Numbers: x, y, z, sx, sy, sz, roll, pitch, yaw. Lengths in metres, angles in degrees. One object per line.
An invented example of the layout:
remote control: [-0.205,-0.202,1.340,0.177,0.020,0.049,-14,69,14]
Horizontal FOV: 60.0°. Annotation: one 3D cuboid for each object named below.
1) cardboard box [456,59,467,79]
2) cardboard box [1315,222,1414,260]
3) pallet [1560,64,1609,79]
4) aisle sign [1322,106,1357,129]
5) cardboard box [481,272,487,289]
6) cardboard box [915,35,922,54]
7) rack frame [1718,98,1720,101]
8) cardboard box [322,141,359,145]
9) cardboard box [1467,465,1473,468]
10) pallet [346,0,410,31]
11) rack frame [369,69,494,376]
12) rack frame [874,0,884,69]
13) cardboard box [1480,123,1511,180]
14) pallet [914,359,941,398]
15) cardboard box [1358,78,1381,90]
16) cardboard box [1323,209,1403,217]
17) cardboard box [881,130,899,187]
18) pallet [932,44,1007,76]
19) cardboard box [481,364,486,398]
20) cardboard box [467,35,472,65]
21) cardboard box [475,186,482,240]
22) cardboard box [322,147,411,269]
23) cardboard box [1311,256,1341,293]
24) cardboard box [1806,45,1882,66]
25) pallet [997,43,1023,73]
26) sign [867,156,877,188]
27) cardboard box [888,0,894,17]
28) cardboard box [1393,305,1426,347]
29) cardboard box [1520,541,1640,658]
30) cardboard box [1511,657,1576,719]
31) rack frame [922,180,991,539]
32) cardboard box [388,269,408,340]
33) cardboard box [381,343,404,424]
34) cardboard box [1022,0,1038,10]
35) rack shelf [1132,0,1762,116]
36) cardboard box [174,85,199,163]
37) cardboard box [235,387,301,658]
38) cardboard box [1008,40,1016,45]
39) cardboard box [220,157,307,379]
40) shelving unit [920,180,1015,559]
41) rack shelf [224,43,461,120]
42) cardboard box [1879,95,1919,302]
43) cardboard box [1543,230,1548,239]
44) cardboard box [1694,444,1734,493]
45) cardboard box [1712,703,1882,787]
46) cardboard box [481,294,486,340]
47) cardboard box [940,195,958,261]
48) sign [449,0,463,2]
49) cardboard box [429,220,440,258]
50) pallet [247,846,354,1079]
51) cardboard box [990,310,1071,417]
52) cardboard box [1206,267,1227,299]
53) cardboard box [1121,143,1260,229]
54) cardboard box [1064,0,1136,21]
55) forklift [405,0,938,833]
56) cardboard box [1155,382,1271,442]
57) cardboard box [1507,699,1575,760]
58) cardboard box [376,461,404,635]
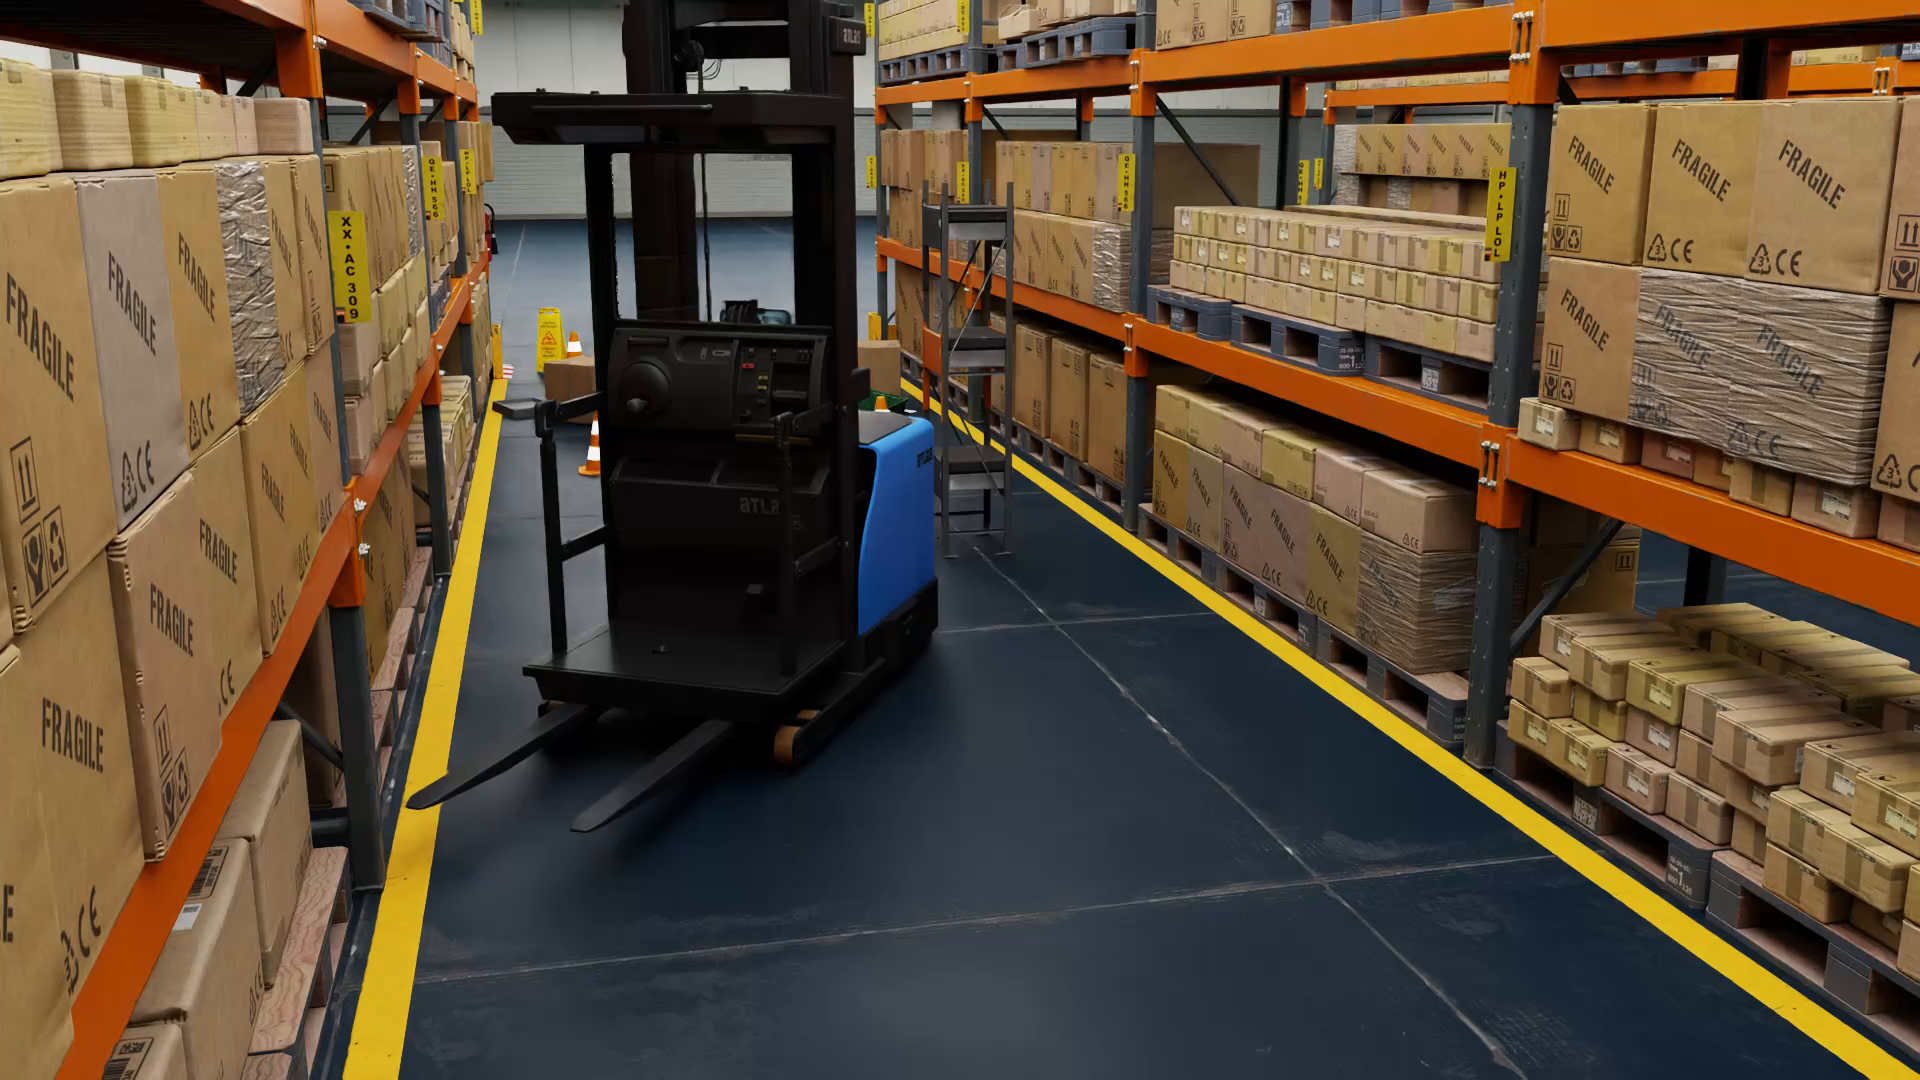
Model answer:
cardboard box: [-4.276,-3.886,13.723,0.380,0.149,0.250,-4,14,-14]
cardboard box: [1.854,-1.370,7.607,0.380,0.149,0.250,-4,14,-16]
pallet: [5.450,-3.933,13.782,1.213,0.211,1.003,-3,14,-13]
aisle sign: [4.163,-4.899,18.181,0.394,0.787,0.004,-3,14,-13]
cardboard box: [-4.570,-2.383,15.321,0.380,0.149,0.250,-3,14,-12]
cardboard box: [-0.192,-4.469,15.011,0.380,0.149,0.250,-3,14,-13]
rack frame: [9.284,-3.915,19.630,1.000,3.000,0.127,-3,14,-13]
cardboard box: [-4.102,-2.502,10.761,0.380,0.149,0.250,-2,14,-10]
cardboard box: [2.399,-0.279,7.551,0.500,0.250,0.500,-3,14,-12]
pallet: [-2.816,-2.203,6.700,1.003,0.211,1.213,-3,14,-11]
rack frame: [-5.163,-3.086,16.239,1.000,3.000,0.127,-3,14,-13]
rack frame: [-0.375,-6.300,16.752,1.000,3.000,0.127,-3,14,-13]
cardboard box: [5.036,-3.483,14.919,0.500,0.500,0.500,-3,14,-13]
pallet: [0.171,-1.570,15.908,1.003,0.211,1.213,-3,14,-13]
cardboard box: [4.459,-4.779,17.162,0.500,0.250,0.500,-4,14,-14]
cardboard box: [2.183,-1.705,8.976,0.380,0.149,0.250,-3,14,-11]
cardboard box: [-0.326,-3.895,16.958,0.875,0.550,0.550,-3,14,-13]
pallet: [0.382,-4.066,14.116,1.003,0.211,1.213,-3,14,-13]
cardboard box: [-4.236,-1.305,13.859,0.500,0.250,0.500,-2,14,-10]
cardboard box: [-4.538,-4.276,14.480,0.500,0.250,0.500,-3,14,-12]
cardboard box: [-4.541,-2.938,14.795,0.500,0.500,0.500,-3,14,-13]
cardboard box: [-2.670,-1.437,7.173,0.500,0.500,0.500,-3,14,-13]
cardboard box: [1.844,-1.228,7.652,0.380,0.149,0.250,-3,14,-13]
cardboard box: [5.998,-3.273,11.000,0.500,0.250,0.500,-3,14,-13]
pallet: [0.827,-3.618,12.499,0.805,0.209,1.217,-4,14,-15]
sign: [-0.916,-3.815,17.231,0.100,0.325,0.005,-3,14,-13]
cardboard box: [-0.488,-5.149,16.115,0.380,0.149,0.250,-3,14,-14]
cardboard box: [2.039,-0.897,6.923,0.380,0.149,0.250,-3,14,-13]
cardboard box: [2.527,0.208,7.138,0.500,0.500,0.500,-3,14,-11]
cardboard box: [2.217,0.521,5.970,0.380,0.149,0.250,-3,14,-11]
rack frame: [-0.018,-1.038,9.752,0.400,2.100,0.015,-3,14,-13]
cardboard box: [-2.537,-0.958,6.792,0.500,0.250,0.500,-4,14,-15]
cardboard box: [-2.420,-0.600,6.377,0.500,0.250,0.500,-3,14,-14]
cardboard box: [0.721,-4.372,13.777,0.500,0.250,0.500,-3,14,-13]
rack shelf: [1.973,-2.186,7.750,1.077,0.370,4.000,-3,14,-13]
cardboard box: [-1.724,-0.815,3.261,0.380,0.149,0.250,-4,14,-14]
cardboard box: [-1.729,-0.040,3.560,0.500,0.500,0.500,-3,14,-14]
cardboard box: [0.630,-4.328,14.437,0.380,0.149,0.250,-4,14,-14]
cardboard box: [-1.854,-0.641,3.914,0.500,0.500,0.500,-3,14,-14]
shelving unit: [0.039,-0.982,9.522,0.431,2.100,0.503,-3,14,-13]
rack shelf: [-3.754,-2.810,10.303,1.077,0.370,4.000,-3,14,-13]
cardboard box: [2.656,-0.823,4.031,0.500,0.500,0.500,-4,14,-15]
cardboard box: [2.668,-1.228,7.023,0.380,0.149,0.250,-3,14,-13]
cardboard box: [2.496,-0.234,5.096,0.380,0.149,0.250,-4,14,-16]
cardboard box: [2.501,0.610,4.977,0.380,0.149,0.250,-3,14,-12]
cardboard box: [-4.484,-1.911,14.759,0.500,0.500,0.500,-4,14,-15]
cardboard box: [0.315,-2.746,14.529,0.875,0.550,0.550,-3,14,-13]
sign: [-3.685,-4.095,12.128,0.100,0.325,0.005,-3,14,-13]
cardboard box: [-3.294,-1.874,9.556,0.500,0.500,0.500,-3,14,-10]
pallet: [-2.242,1.217,4.503,1.003,0.211,1.213,-3,14,-13]
cardboard box: [0.797,-1.436,13.338,1.050,0.750,0.750,-3,14,-13]
cardboard box: [1.539,-1.383,8.913,0.380,0.149,0.250,-3,14,-10]
cardboard box: [1.408,-2.178,10.205,0.700,0.500,0.500,-3,14,-13]
cardboard box: [0.966,-3.431,10.421,0.500,0.311,0.500,-3,14,-13]
forklift: [-1.037,-0.656,6.437,1.130,2.935,3.031,4,14,17]
cardboard box: [1.430,-0.721,9.361,0.500,0.250,0.500,-4,14,-16]
cardboard box: [2.216,0.666,6.004,0.380,0.149,0.250,-4,14,-16]
cardboard box: [-2.998,-0.043,7.373,0.875,0.875,0.875,-3,14,-13]
